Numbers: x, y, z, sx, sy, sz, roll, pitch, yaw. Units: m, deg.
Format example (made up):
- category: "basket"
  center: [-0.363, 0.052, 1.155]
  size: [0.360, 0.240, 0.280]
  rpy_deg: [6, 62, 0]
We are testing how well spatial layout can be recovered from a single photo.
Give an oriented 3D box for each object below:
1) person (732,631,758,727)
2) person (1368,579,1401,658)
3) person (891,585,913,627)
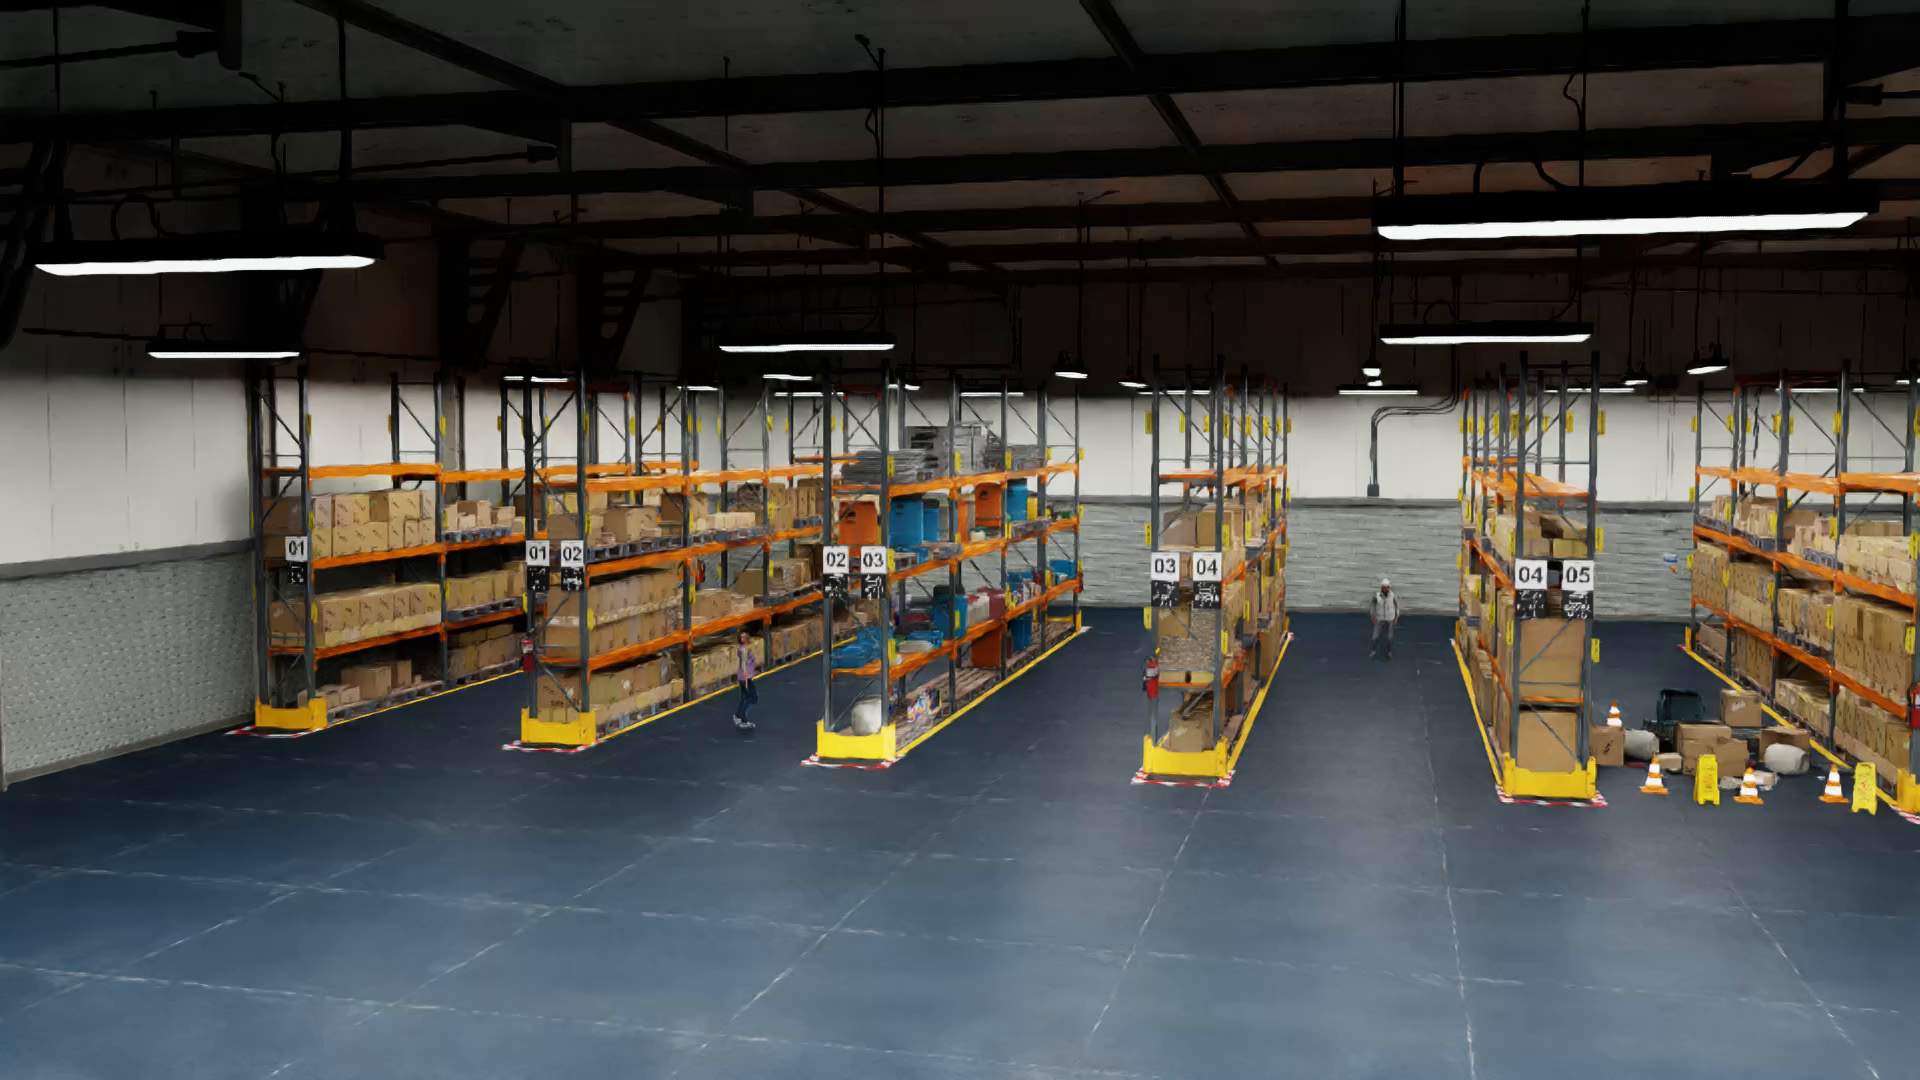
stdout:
- category: "person"
  center: [-3.567, 2.312, 27.461]
  size: [0.407, 1.594, 0.459]
  rpy_deg: [-1, 4, -16]
- category: "person"
  center: [9.118, 1.683, 35.749]
  size: [0.677, 1.726, 0.574]
  rpy_deg: [1, 4, 13]
- category: "person"
  center: [-1.279, 1.701, 36.257]
  size: [0.480, 1.563, 1.079]
  rpy_deg: [1, 4, 16]
